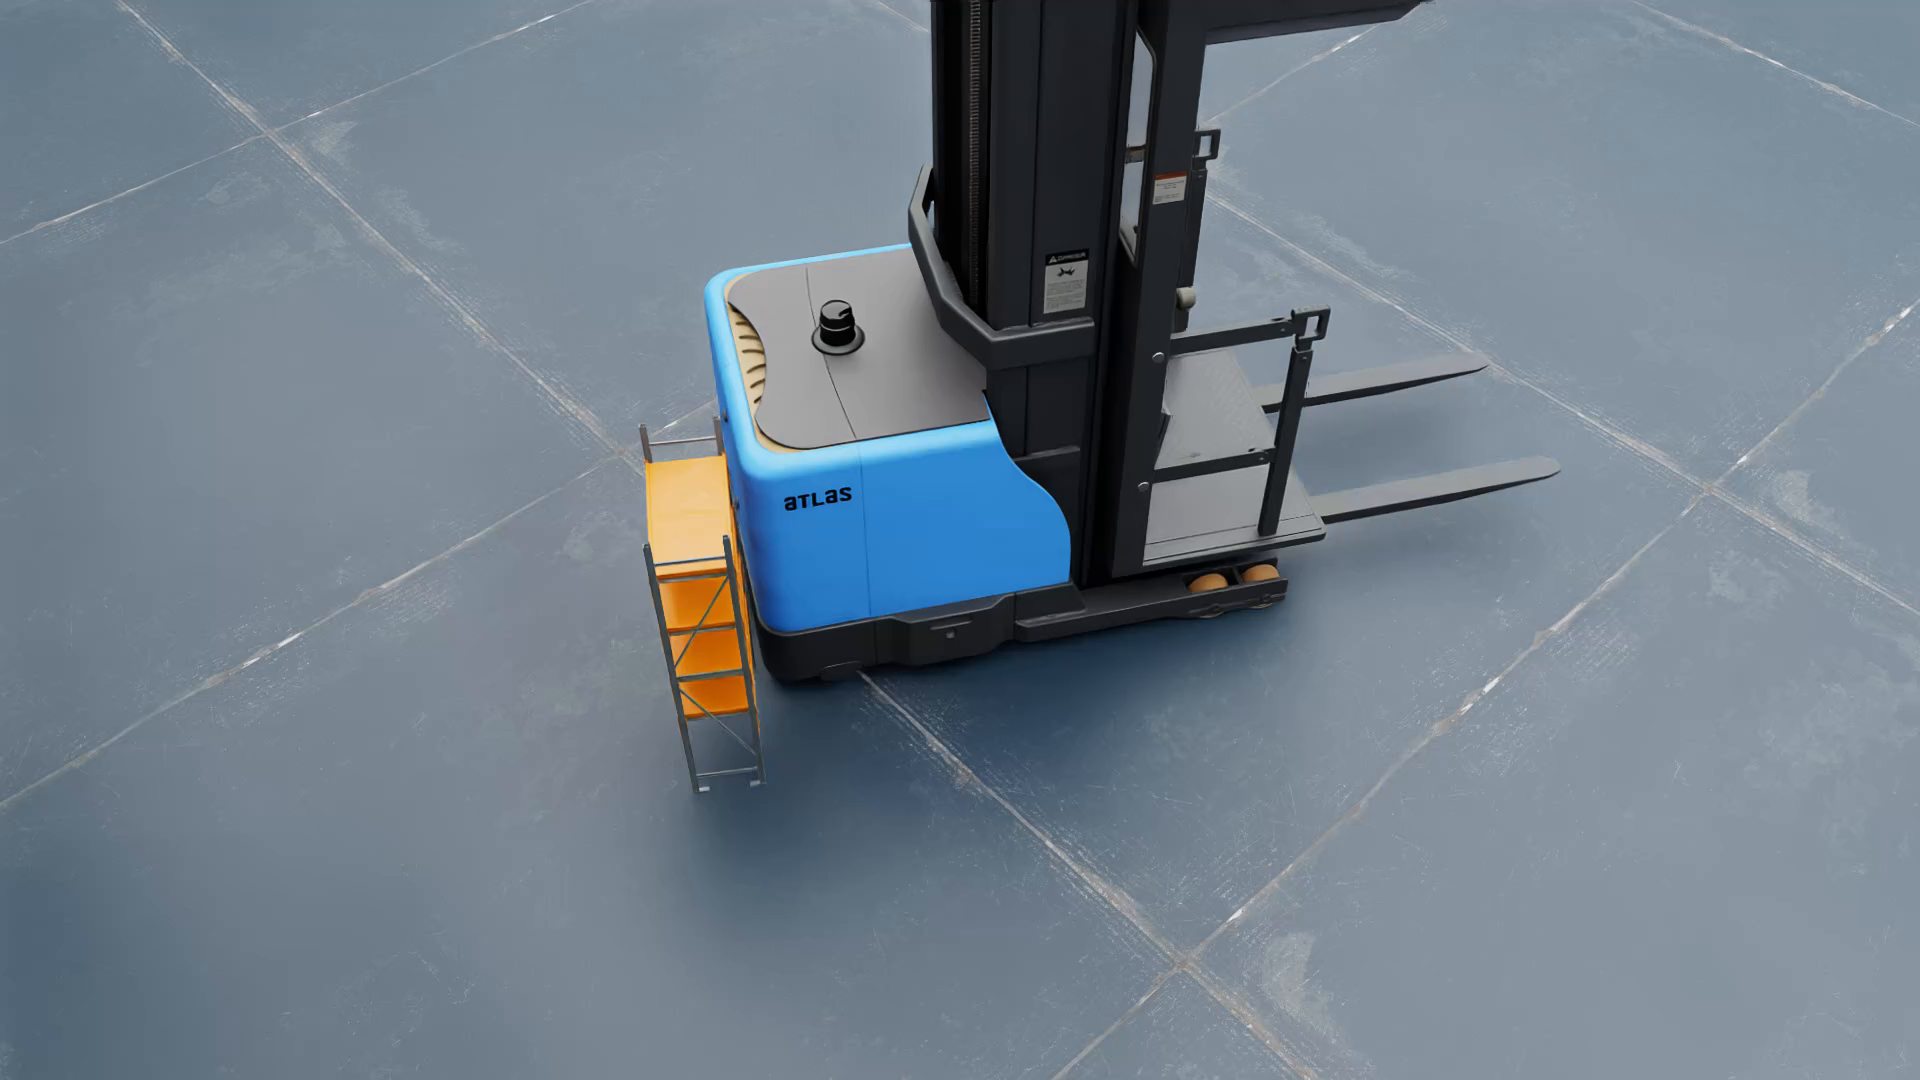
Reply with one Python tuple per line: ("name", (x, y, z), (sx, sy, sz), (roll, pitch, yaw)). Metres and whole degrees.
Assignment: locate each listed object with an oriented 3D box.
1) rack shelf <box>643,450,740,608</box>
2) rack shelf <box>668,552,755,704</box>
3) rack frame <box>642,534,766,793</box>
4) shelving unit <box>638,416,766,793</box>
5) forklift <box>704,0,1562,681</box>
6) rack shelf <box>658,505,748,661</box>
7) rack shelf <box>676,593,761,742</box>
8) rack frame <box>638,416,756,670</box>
("rack shelf", (-0.797, -0.035, 4.931), (0.258, 0.148, 0.480), (-6, 48, -6))
("rack shelf", (-0.797, 0.277, 5.269), (0.258, 0.148, 0.480), (-6, 48, -6))
("rack frame", (-0.760, 0.409, 5.056), (0.240, 1.200, 0.015), (-6, 48, -6))
("shelving unit", (-0.797, 0.232, 5.220), (0.258, 1.200, 0.503), (-6, 48, -6))
("forklift", (0.694, -1.083, 5.255), (3.031, 2.935, 1.130), (-10, 48, -9))
("rack shelf", (-0.797, 0.126, 5.105), (0.258, 0.148, 0.480), (-6, 48, -6))
("rack shelf", (-0.797, 0.412, 5.415), (0.258, 0.148, 0.480), (-6, 48, -6))
("rack frame", (-0.835, 0.055, 5.383), (0.240, 1.200, 0.015), (-6, 48, -6))
